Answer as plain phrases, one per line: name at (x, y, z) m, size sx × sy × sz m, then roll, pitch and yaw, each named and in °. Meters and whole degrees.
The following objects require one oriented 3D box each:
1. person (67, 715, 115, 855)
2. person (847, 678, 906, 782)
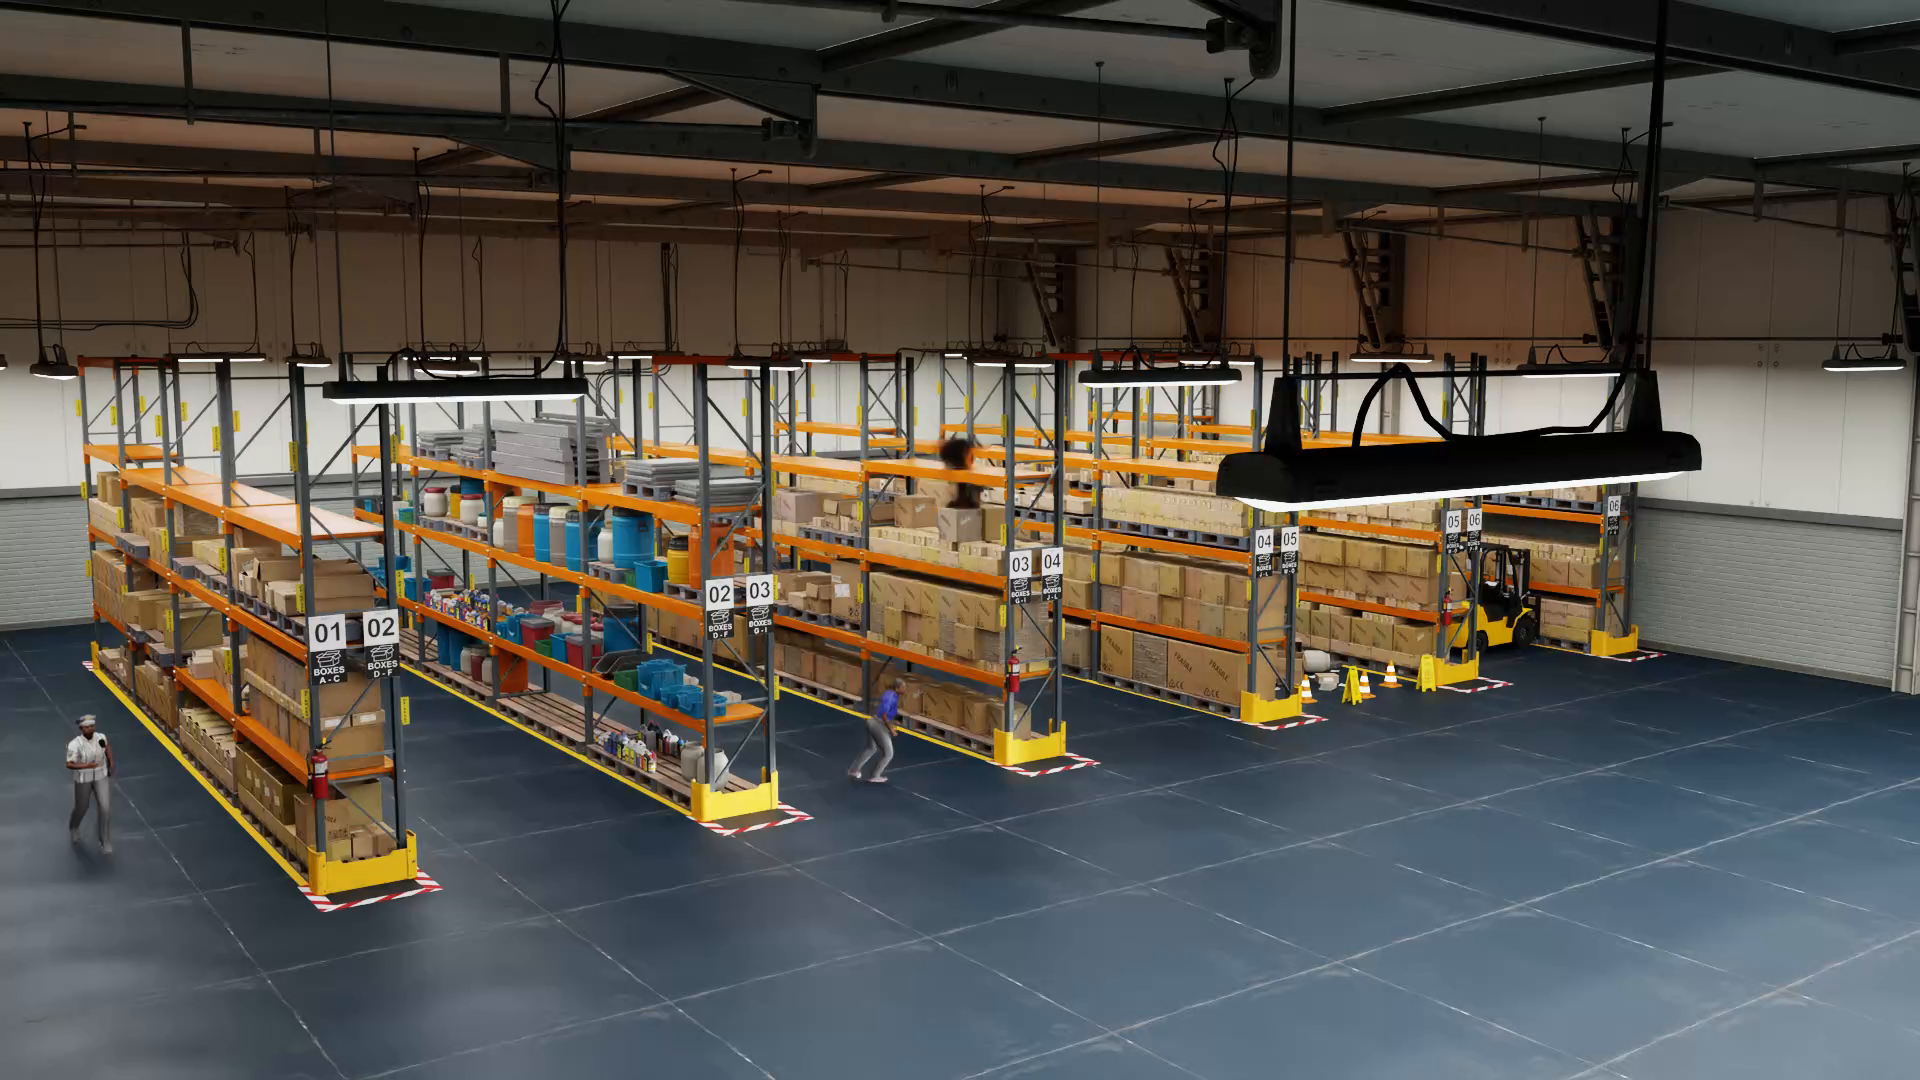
person at (-10.818, 2.995, 20.679) m, size 0.568 × 1.741 × 0.898 m, roll -6°, pitch 9°, yaw -41°
person at (-1.196, 2.713, 23.765) m, size 0.801 × 1.520 × 0.607 m, roll -2°, pitch 7°, yaw -18°
